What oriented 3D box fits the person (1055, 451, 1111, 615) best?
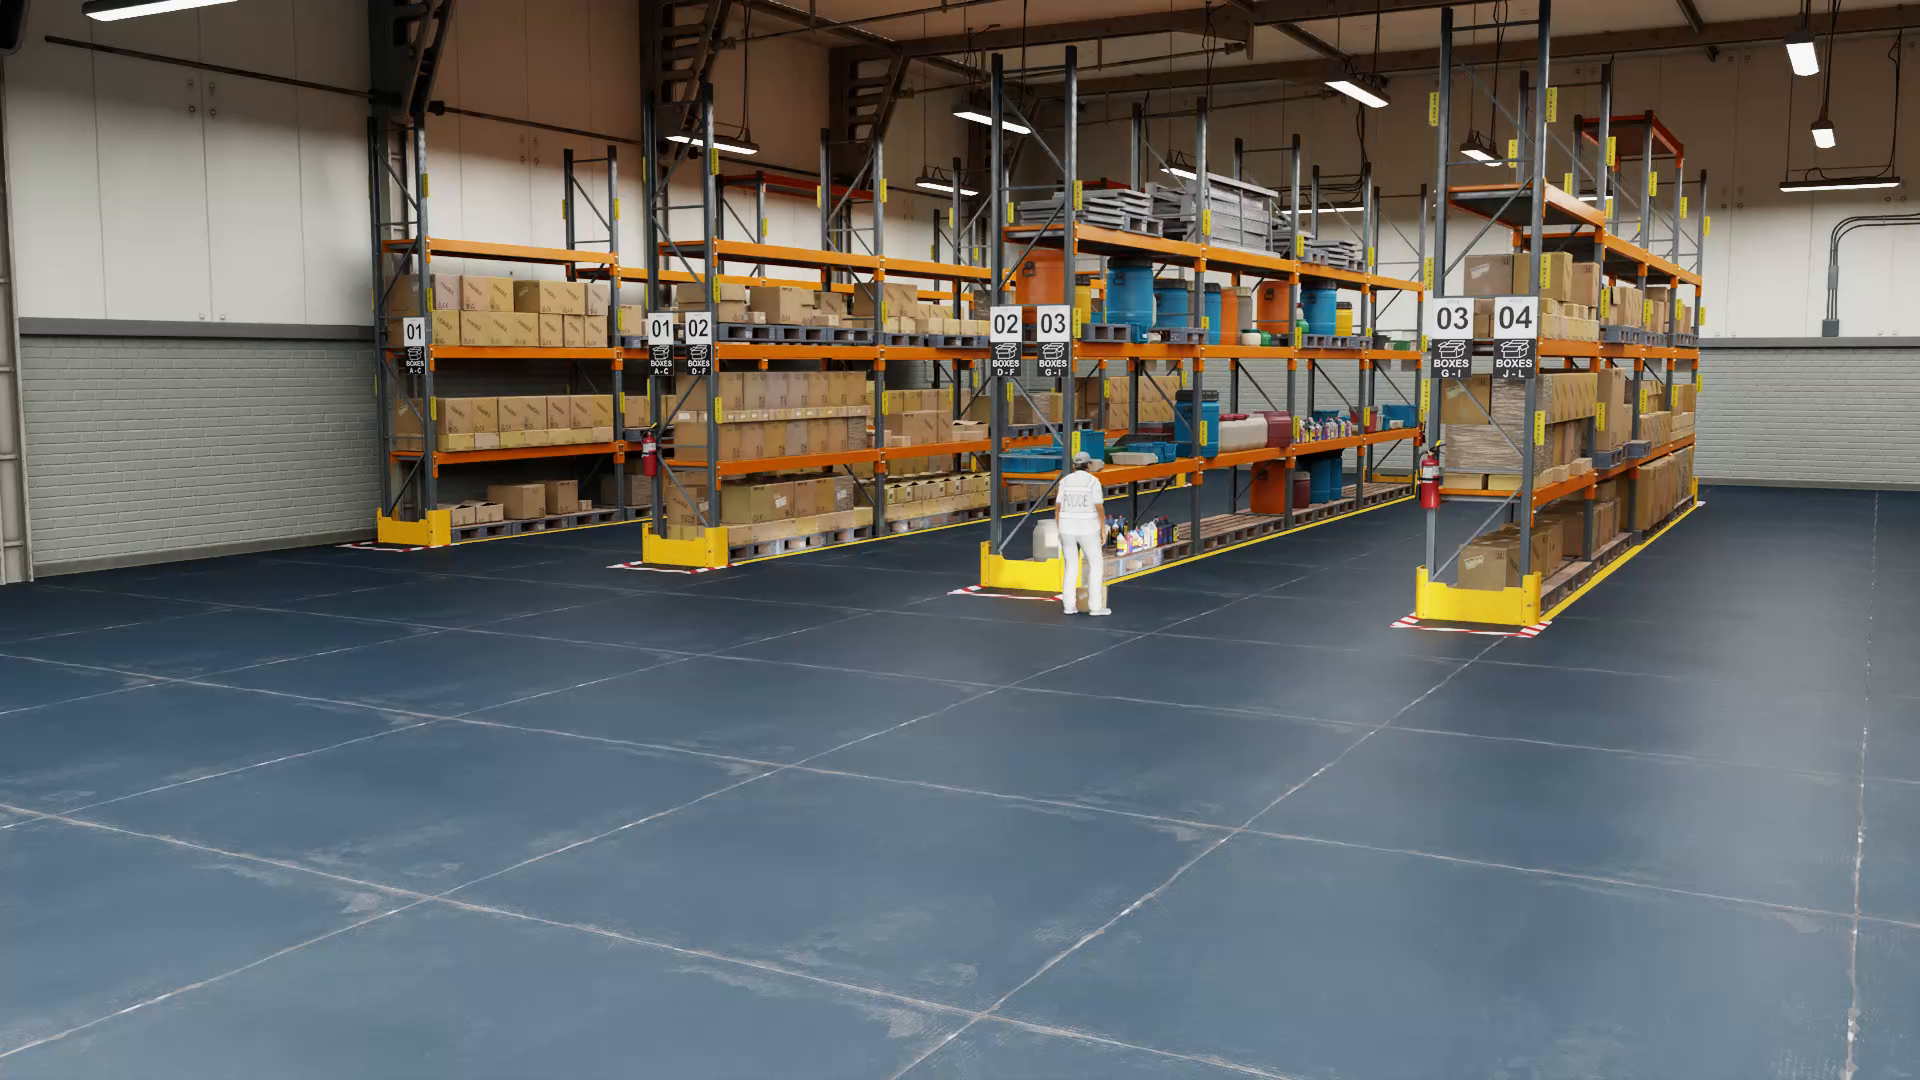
[{"bbox_3d":[1.256,-0.071,17.009,0.563,1.666,0.469,3,7,25],"label":"person"}]
